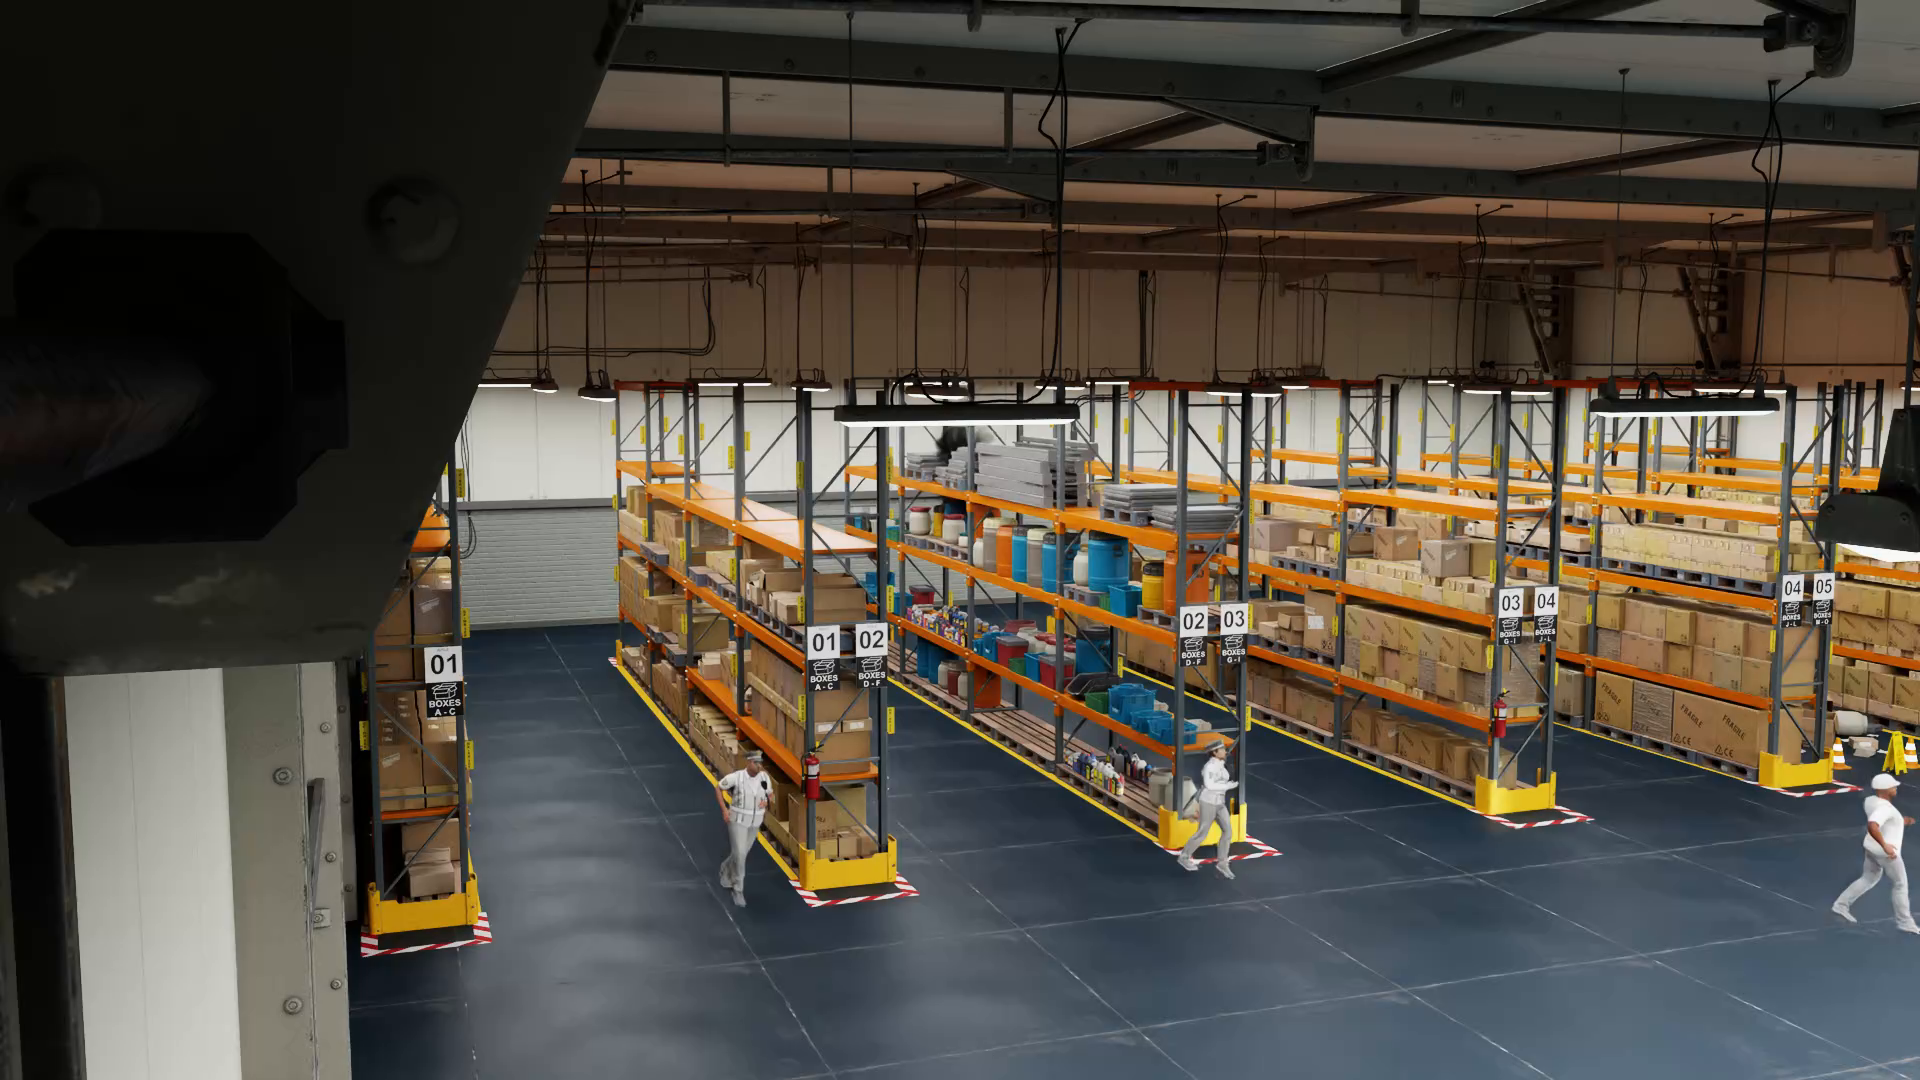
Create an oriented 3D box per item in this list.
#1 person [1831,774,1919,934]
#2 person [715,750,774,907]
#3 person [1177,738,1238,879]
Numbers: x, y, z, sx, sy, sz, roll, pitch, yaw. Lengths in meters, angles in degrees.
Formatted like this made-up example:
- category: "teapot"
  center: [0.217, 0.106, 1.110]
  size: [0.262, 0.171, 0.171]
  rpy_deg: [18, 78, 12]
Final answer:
- category: "person"
  center: [10.258, 3.472, 18.488]
  size: [0.959, 1.772, 0.693]
  rpy_deg: [1, 6, 5]
- category: "person"
  center: [-2.559, 3.382, 19.897]
  size: [0.699, 1.794, 0.888]
  rpy_deg: [-5, 8, -37]
- category: "person"
  center: [3.113, 3.314, 20.676]
  size: [0.733, 1.749, 0.614]
  rpy_deg: [3, 7, 26]
